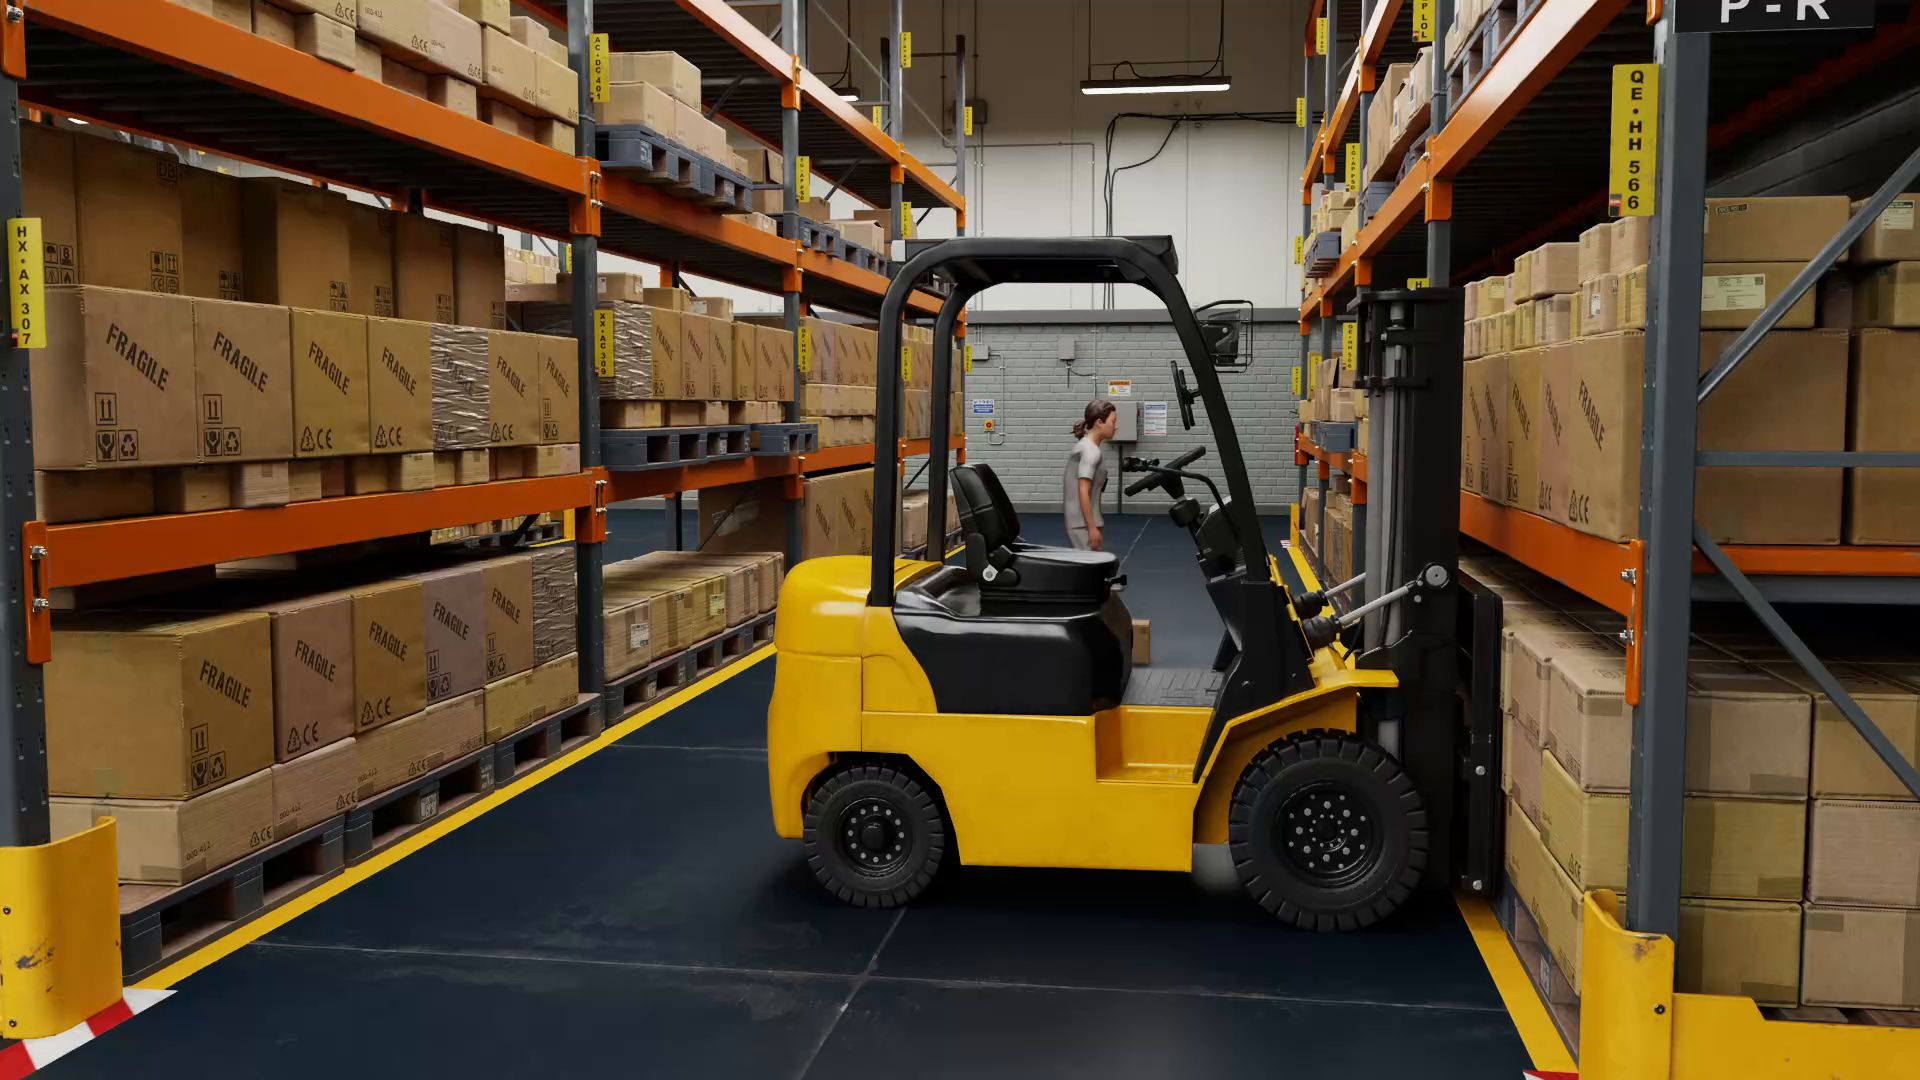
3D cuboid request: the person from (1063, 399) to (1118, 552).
[{"bbox_3d":[0.840,-0.060,10.625,0.365,1.671,0.500,0,5,6],"label":"person"}]
